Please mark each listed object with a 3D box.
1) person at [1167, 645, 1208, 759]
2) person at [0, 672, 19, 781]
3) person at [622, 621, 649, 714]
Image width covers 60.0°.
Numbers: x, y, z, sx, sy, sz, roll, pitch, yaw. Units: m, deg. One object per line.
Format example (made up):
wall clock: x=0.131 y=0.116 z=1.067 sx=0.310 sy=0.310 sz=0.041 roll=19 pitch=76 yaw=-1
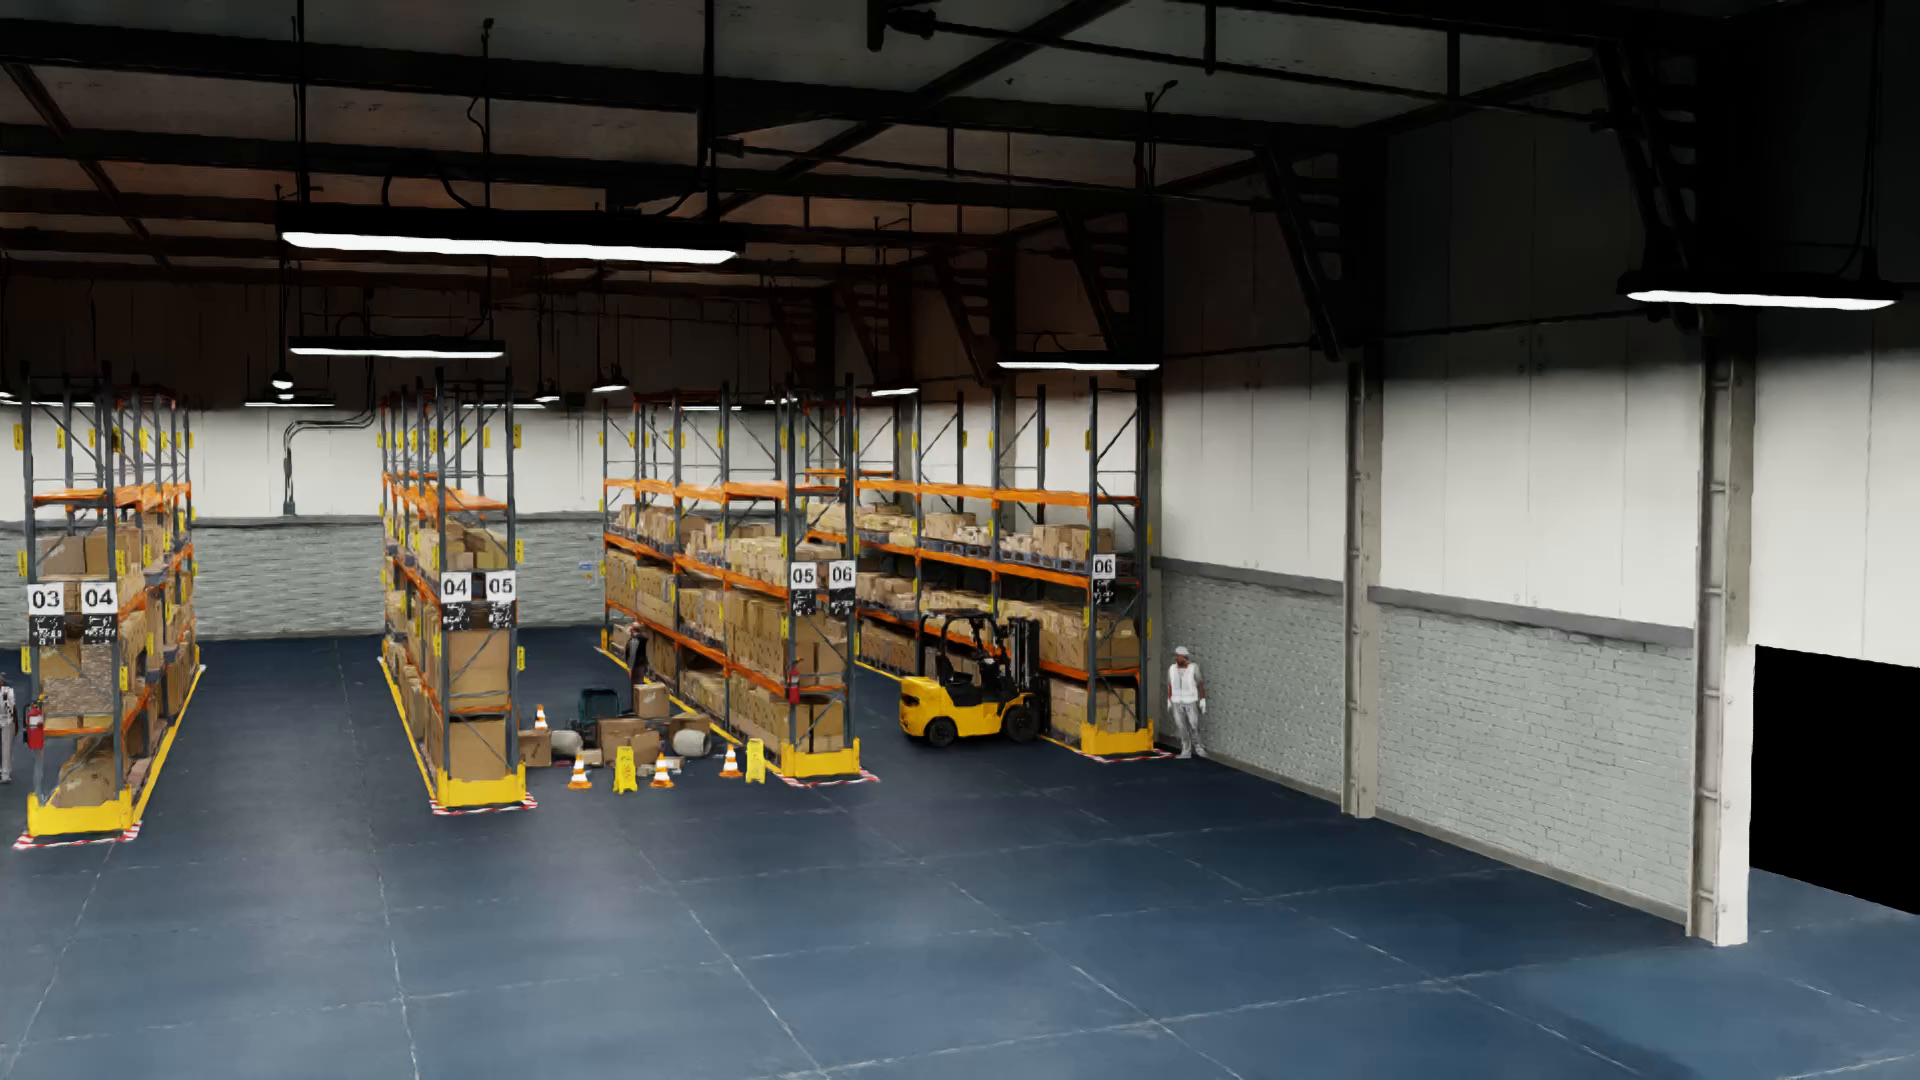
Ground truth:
person: x=3.570 y=2.540 z=26.115 sx=0.658 sy=1.780 sz=0.436 roll=2 pitch=4 yaw=25
person: x=-14.150 y=2.718 z=24.493 sx=0.457 sy=1.574 sz=1.074 roll=-1 pitch=4 yaw=-18
person: x=-5.871 y=2.321 z=30.039 sx=0.586 sy=1.718 sz=0.640 roll=0 pitch=3 yaw=4
